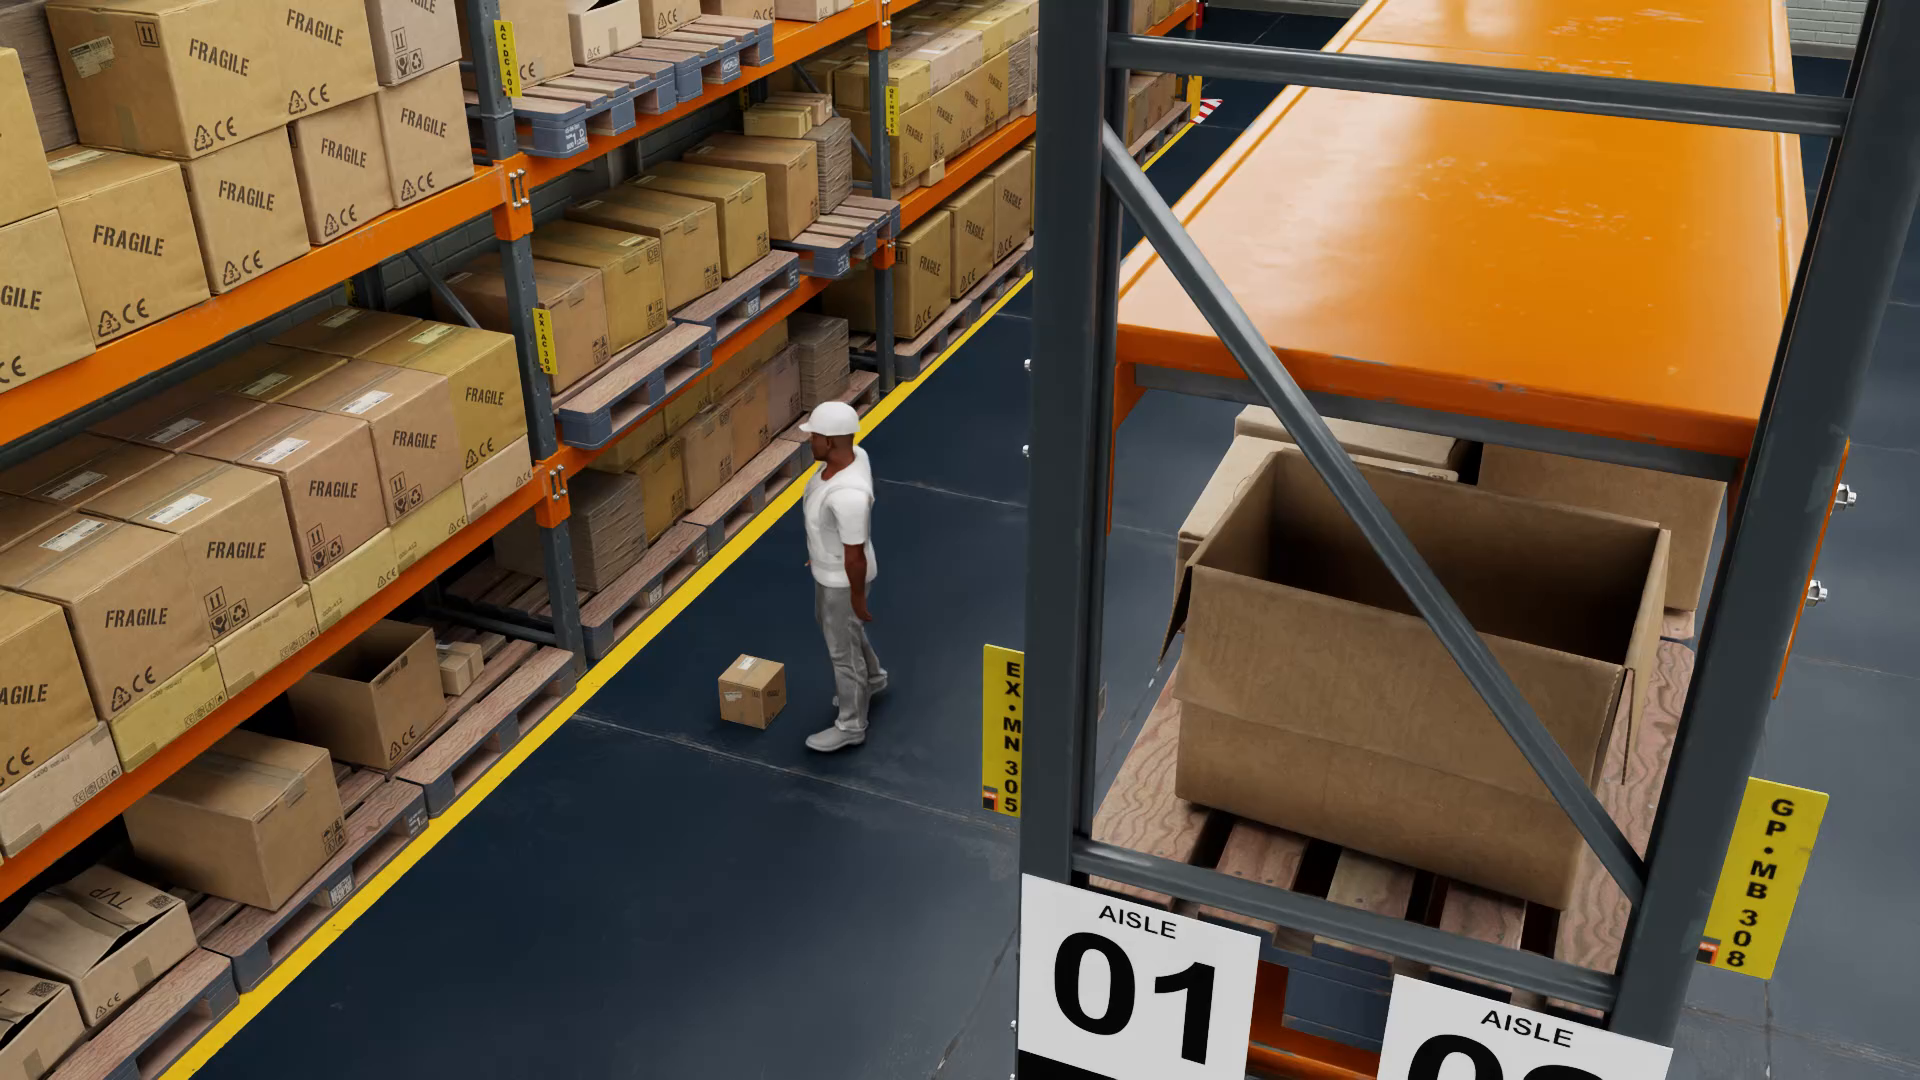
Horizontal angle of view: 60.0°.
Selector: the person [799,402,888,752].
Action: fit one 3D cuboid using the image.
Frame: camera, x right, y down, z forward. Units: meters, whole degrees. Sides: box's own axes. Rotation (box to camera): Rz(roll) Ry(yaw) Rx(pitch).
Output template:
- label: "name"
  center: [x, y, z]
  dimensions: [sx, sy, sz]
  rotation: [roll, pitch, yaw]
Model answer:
- label: "person"
  center: [-0.572, 0.151, 8.047]
  dimensions: [0.461, 1.769, 0.557]
  rotation: [-5, 30, -8]
